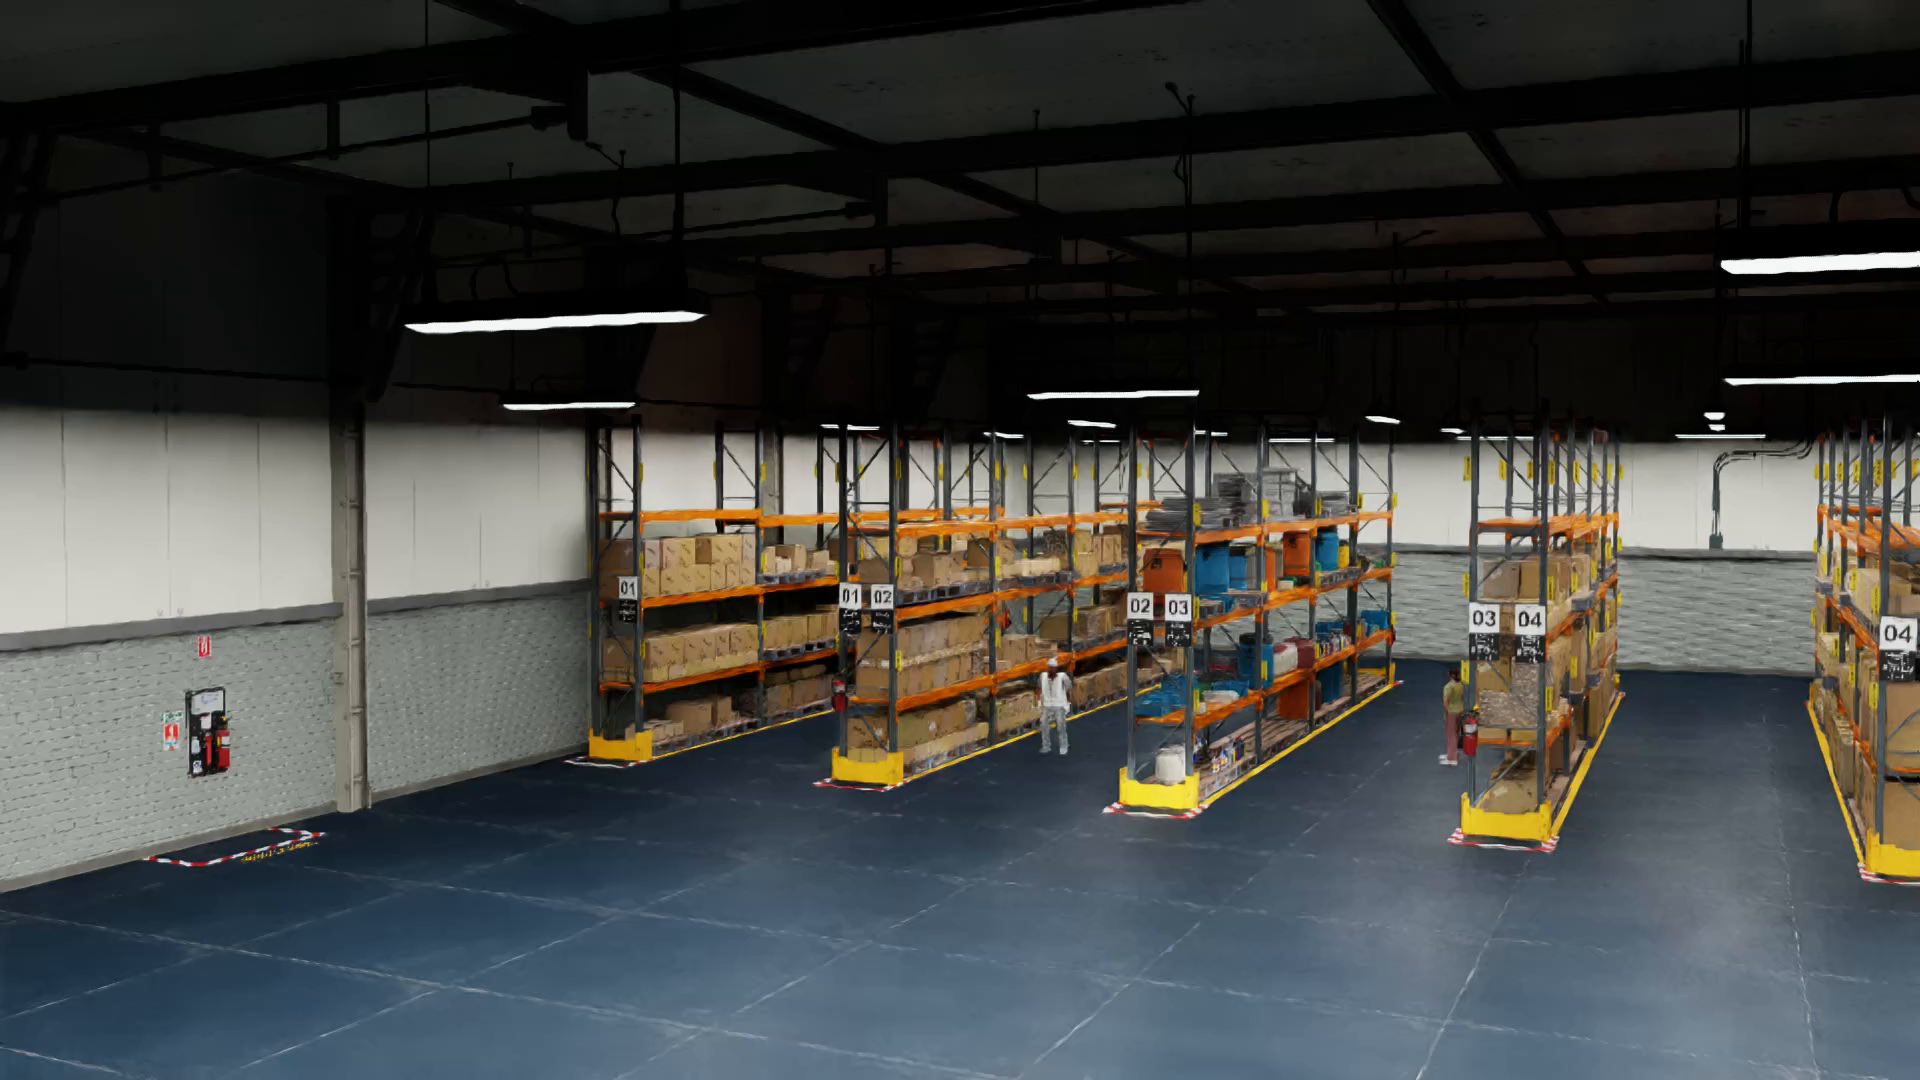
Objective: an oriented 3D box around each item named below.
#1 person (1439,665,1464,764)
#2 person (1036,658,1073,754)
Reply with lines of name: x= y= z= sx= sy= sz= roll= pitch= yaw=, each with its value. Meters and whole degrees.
person: x=8.407 y=2.982 z=28.502 sx=0.491 sy=1.669 sz=0.477 roll=-2 pitch=3 yaw=-36
person: x=1.656 y=2.934 z=29.376 sx=0.702 sy=1.734 sz=0.549 roll=1 pitch=3 yaw=24
